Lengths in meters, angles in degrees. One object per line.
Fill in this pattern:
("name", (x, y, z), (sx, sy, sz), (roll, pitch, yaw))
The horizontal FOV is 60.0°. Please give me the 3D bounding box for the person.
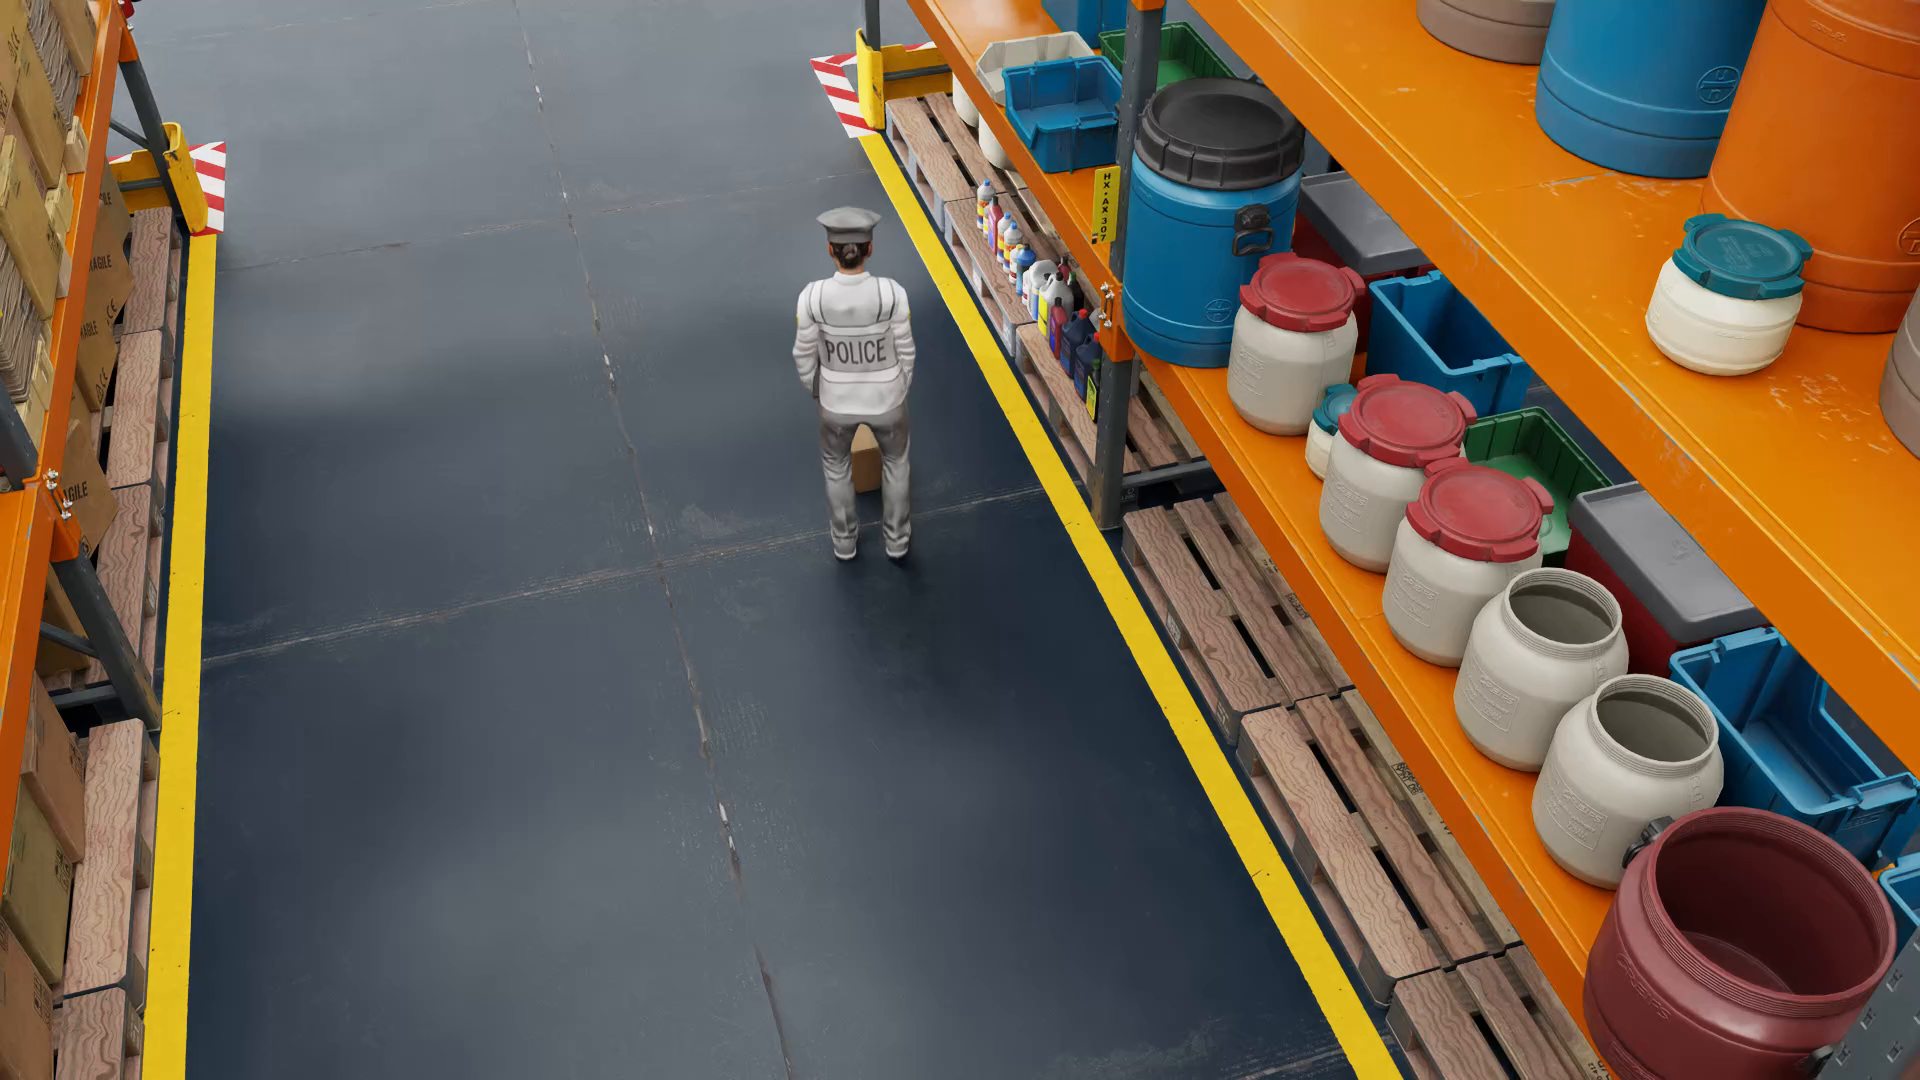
("person", (-0.424, -0.600, 6.842), (0.492, 1.642, 0.412), (0, 42, 0))
